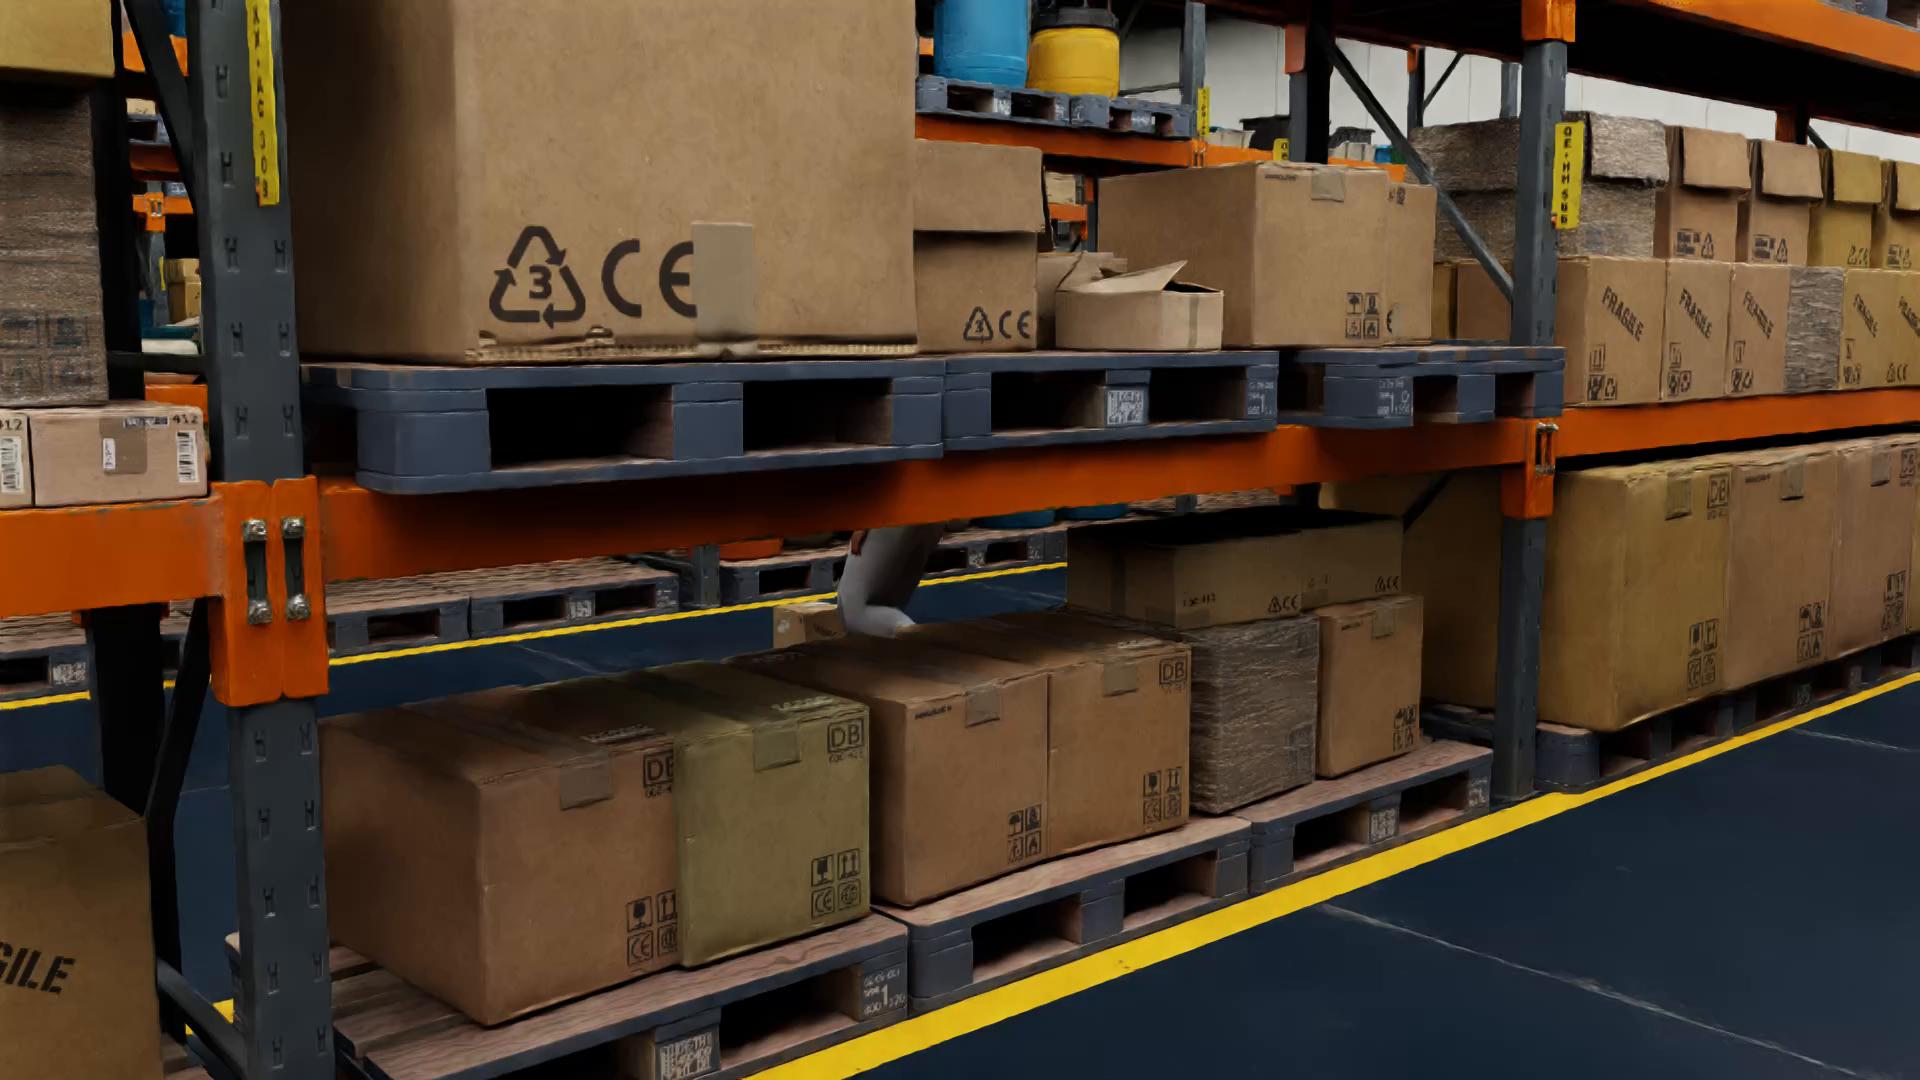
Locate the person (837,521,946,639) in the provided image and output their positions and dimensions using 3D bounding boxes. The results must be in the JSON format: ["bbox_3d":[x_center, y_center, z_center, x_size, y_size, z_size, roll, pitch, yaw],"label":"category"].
[{"bbox_3d":[-0.191,-0.058,6.338,0.621,1.629,0.540,3,8,20],"label":"person"}]
